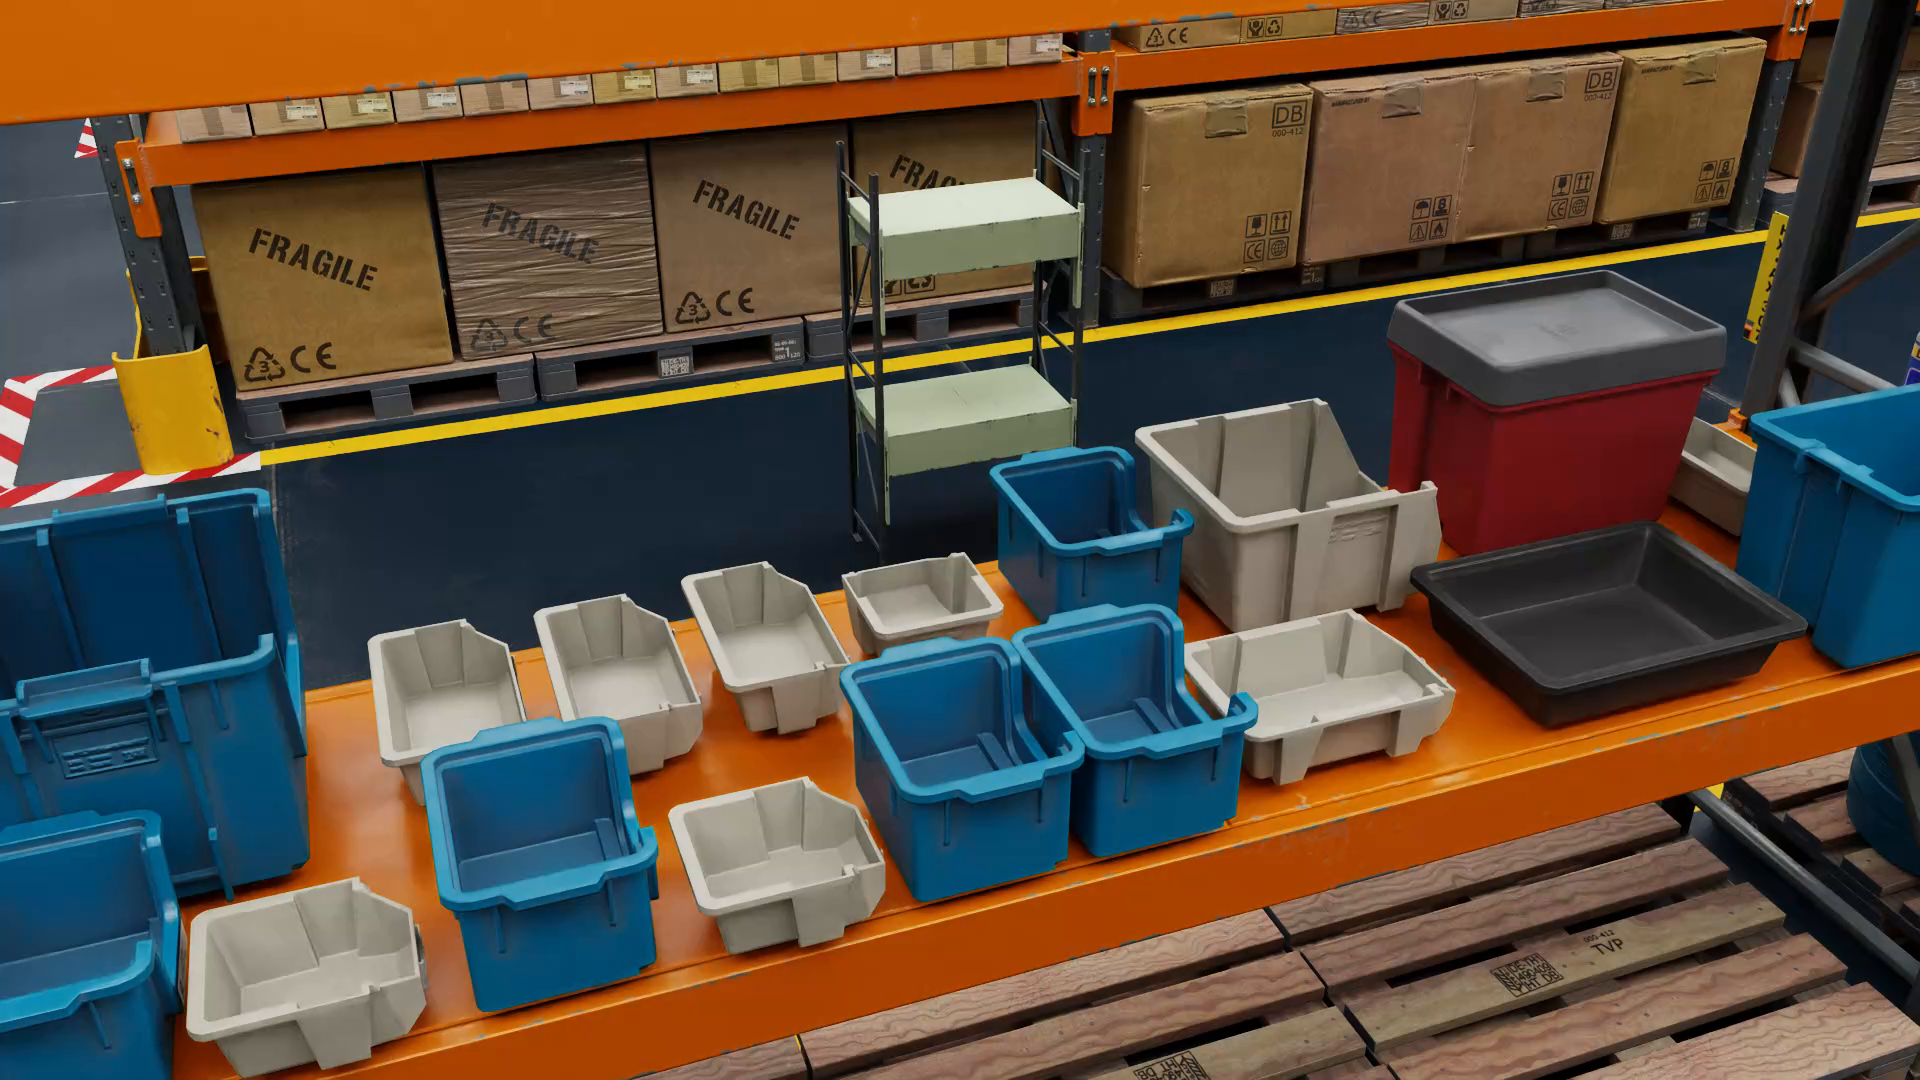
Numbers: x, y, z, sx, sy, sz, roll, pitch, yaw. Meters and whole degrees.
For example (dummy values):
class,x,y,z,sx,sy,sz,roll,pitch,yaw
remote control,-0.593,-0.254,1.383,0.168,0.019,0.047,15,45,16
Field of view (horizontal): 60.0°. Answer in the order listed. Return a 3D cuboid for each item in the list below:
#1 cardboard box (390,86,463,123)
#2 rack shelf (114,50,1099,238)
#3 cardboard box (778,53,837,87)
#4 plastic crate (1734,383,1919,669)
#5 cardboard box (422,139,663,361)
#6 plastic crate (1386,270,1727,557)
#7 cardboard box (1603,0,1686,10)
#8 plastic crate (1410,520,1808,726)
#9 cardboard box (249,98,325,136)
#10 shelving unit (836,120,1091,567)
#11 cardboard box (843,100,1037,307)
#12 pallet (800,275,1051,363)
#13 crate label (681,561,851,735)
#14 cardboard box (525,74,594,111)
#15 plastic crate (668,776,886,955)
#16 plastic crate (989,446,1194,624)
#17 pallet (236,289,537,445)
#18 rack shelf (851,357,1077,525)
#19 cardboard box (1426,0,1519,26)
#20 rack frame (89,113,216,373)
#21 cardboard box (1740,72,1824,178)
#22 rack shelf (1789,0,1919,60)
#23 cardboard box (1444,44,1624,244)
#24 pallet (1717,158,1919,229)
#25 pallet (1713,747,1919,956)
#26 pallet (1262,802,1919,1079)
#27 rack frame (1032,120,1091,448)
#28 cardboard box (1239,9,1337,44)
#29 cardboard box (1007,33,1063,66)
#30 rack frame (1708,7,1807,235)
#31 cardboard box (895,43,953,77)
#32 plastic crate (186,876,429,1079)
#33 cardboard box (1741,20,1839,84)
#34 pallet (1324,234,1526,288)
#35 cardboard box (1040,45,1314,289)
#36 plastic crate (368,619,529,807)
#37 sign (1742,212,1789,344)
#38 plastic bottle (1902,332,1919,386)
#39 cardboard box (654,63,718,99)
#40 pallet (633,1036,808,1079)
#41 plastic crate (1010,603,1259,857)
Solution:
class,x,y,z,sx,sy,sz,roll,pitch,yaw
cardboard box,-2.138,-1.792,6.619,0.250,0.149,0.380,-11,31,-18
rack shelf,-1.435,-1.891,7.266,4.000,0.370,1.077,-10,31,-18
cardboard box,-0.697,-2.057,7.084,0.250,0.149,0.380,-10,31,-17
plastic crate,1.848,-0.031,3.230,0.575,0.384,0.392,-10,31,-18
cardboard box,-1.885,-1.422,7.438,0.875,0.875,0.875,-10,31,-18
plastic crate,1.242,-0.267,3.563,0.583,0.464,0.402,-10,31,-18
cardboard box,3.343,-2.999,8.383,0.500,0.500,0.500,-11,31,-18
plastic crate,1.211,0.161,3.155,0.590,0.125,0.437,-10,31,-18
cardboard box,-2.622,-1.702,6.461,0.250,0.149,0.380,-11,31,-18
shelving unit,0.006,-0.653,5.881,0.755,1.500,0.431,-10,31,-18
cardboard box,-0.207,-1.731,7.981,0.875,0.875,0.875,-10,31,-18
pallet,-0.301,-1.242,8.217,1.213,0.211,1.003,-10,31,-18
crate label,-0.352,0.201,3.073,0.243,0.136,0.396,-10,31,-18
cardboard box,-1.658,-1.880,6.774,0.250,0.149,0.380,-11,31,-18
plastic crate,-0.271,0.504,2.541,0.298,0.136,0.250,-10,31,-18
plastic crate,0.253,0.013,3.306,0.300,0.233,0.416,-10,31,-18
pallet,-2.588,-0.821,7.478,1.213,0.211,1.003,-10,31,-18
rack shelf,0.006,-0.370,6.042,0.720,0.370,0.431,-10,31,-18
cardboard box,2.380,-2.821,8.070,0.500,0.500,0.500,-10,31,-17
rack frame,-3.310,-1.858,6.482,0.127,3.000,1.000,-10,31,-18
cardboard box,4.809,-2.469,9.634,0.500,0.500,0.700,-12,32,-20
rack shelf,6.063,-3.272,9.689,4.000,0.370,1.077,-10,31,-18
cardboard box,2.696,-2.239,8.871,0.875,0.875,1.225,-10,31,-17
pallet,4.921,-2.162,9.831,1.213,0.211,1.003,-10,31,-18
pallet,2.904,0.847,4.550,1.213,0.211,1.003,-10,31,-18
pallet,1.491,1.106,4.096,1.213,0.211,1.003,-10,31,-18
rack frame,0.349,-0.716,5.992,0.023,1.500,0.400,-10,31,-18
cardboard box,1.428,-2.643,7.758,0.500,0.500,0.500,-10,31,-18
cardboard box,0.268,-2.235,7.396,0.250,0.149,0.380,-10,31,-17
rack frame,4.188,-3.239,8.905,0.127,3.000,1.000,-10,31,-18
cardboard box,-0.214,-2.146,7.241,0.250,0.149,0.380,-11,31,-18
plastic crate,-0.907,0.621,2.335,0.298,0.136,0.250,-10,31,-18
cardboard box,4.806,-2.800,9.457,0.500,0.250,0.500,-9,31,-16
pallet,2.281,-1.718,9.052,1.213,0.211,1.003,-10,31,-18
cardboard box,1.032,-1.928,8.326,0.875,0.875,1.225,-10,31,-17
plastic crate,-0.881,0.303,2.893,0.243,0.136,0.396,-10,31,-18
sign,1.976,-0.627,4.040,0.005,0.325,0.100,-10,31,-18
plastic bottle,2.423,-0.415,4.073,0.135,0.276,0.152,-10,31,-18
cardboard box,-1.176,-1.970,6.931,0.250,0.149,0.380,-10,31,-17
pallet,-0.796,1.527,3.357,1.213,0.211,1.003,-10,31,-18
plastic crate,0.279,0.317,2.771,0.300,0.233,0.416,-10,31,-18
